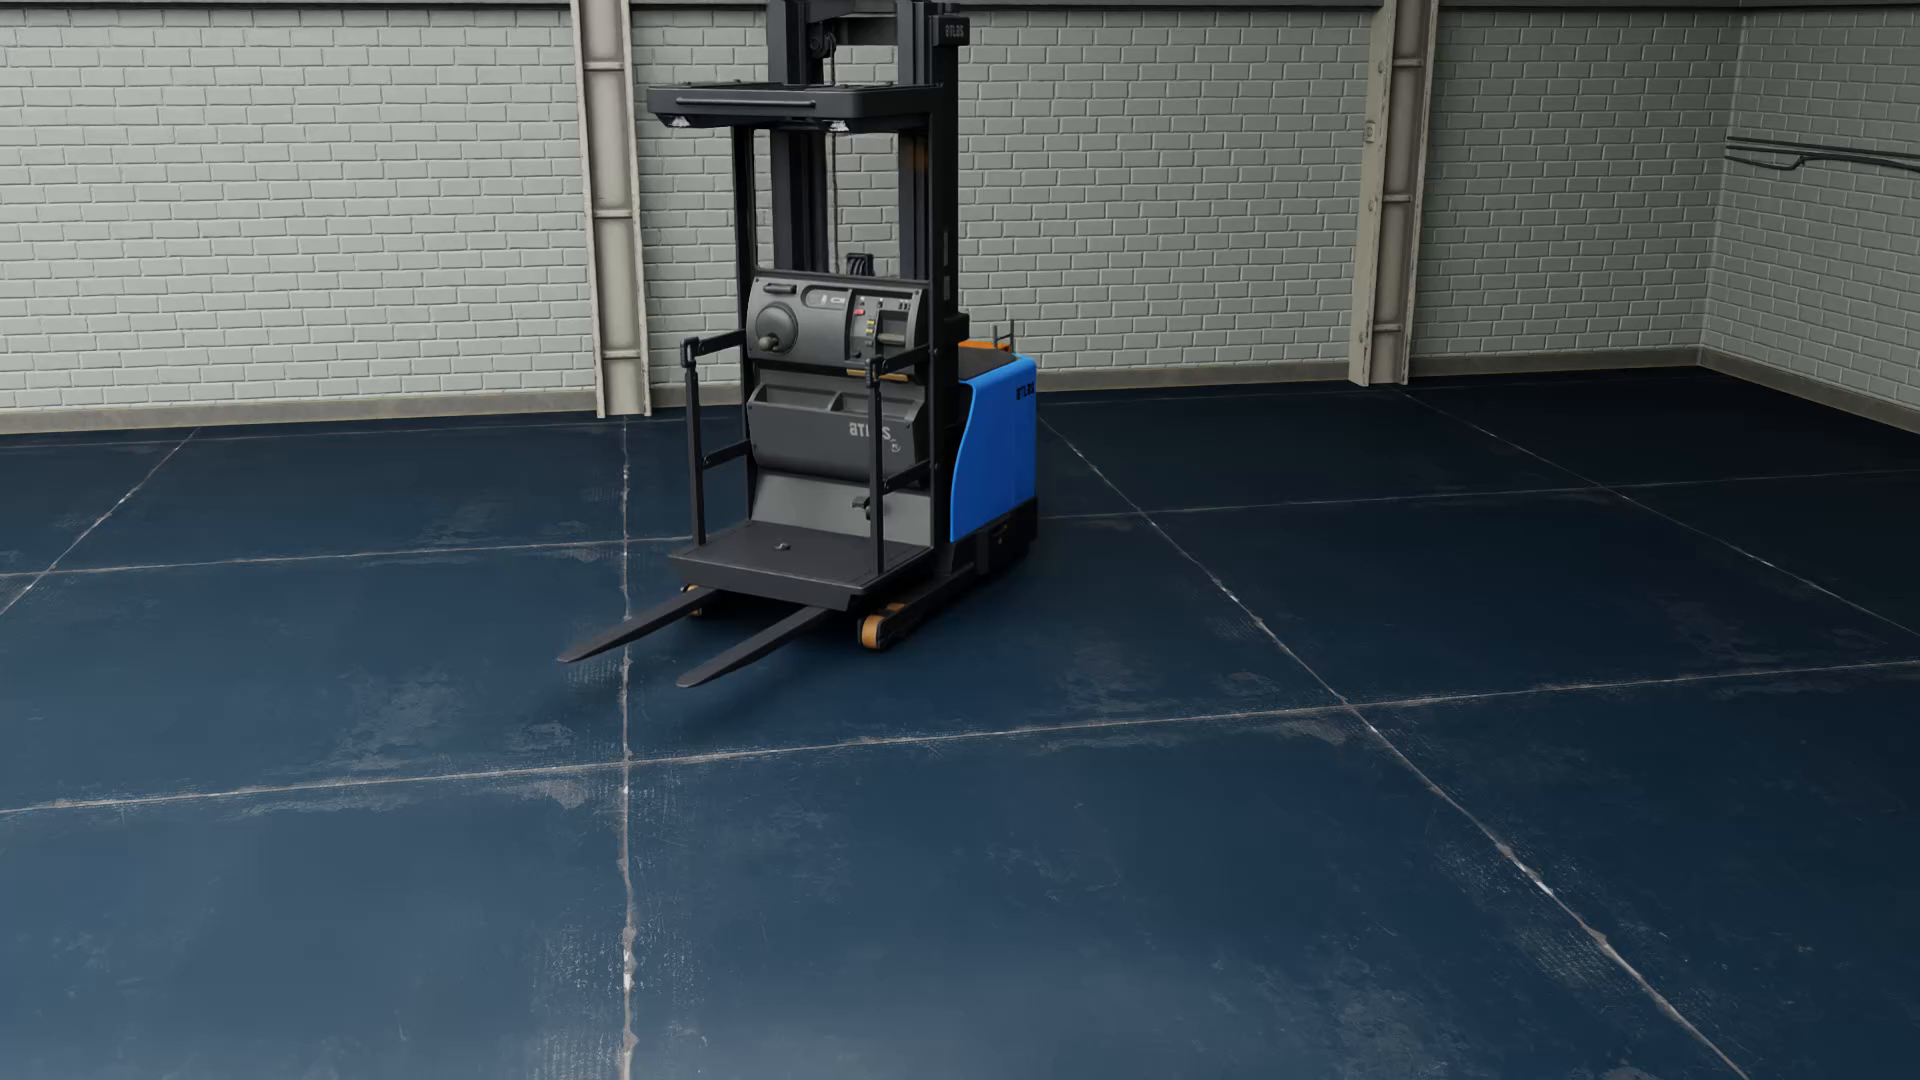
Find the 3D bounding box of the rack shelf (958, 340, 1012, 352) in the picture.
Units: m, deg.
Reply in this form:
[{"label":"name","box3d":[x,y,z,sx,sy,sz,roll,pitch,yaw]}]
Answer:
[{"label":"rack shelf","box3d":[0.022,-1.027,9.273,0.480,0.148,0.258,8,19,25]}]

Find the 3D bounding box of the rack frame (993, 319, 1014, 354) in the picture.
[{"label":"rack frame","box3d":[0.240,-0.619,9.284,0.015,1.200,0.240,8,19,25]}]

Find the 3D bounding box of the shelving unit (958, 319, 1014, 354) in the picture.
[{"label":"shelving unit","box3d":[0.022,-0.651,9.388,0.503,1.200,0.258,8,19,25]}]

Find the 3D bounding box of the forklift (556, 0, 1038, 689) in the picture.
[{"label":"forklift","box3d":[-0.697,-1.040,7.705,1.130,2.935,3.031,9,19,26]}]

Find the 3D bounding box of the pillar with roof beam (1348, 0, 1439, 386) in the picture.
[{"label":"pillar with roof beam","box3d":[4.206,-4.348,8.140,0.400,9.000,9.100,-3,17,-10]}]

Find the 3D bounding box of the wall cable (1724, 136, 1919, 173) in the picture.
[{"label":"wall cable","box3d":[6.532,-3.887,11.930,0.112,2.526,3.097,-3,17,-10]}]

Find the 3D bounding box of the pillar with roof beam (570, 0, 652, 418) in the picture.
[{"label":"pillar with roof beam","box3d":[-1.685,-4.013,7.052,0.400,9.000,9.100,-3,17,-10]}]
